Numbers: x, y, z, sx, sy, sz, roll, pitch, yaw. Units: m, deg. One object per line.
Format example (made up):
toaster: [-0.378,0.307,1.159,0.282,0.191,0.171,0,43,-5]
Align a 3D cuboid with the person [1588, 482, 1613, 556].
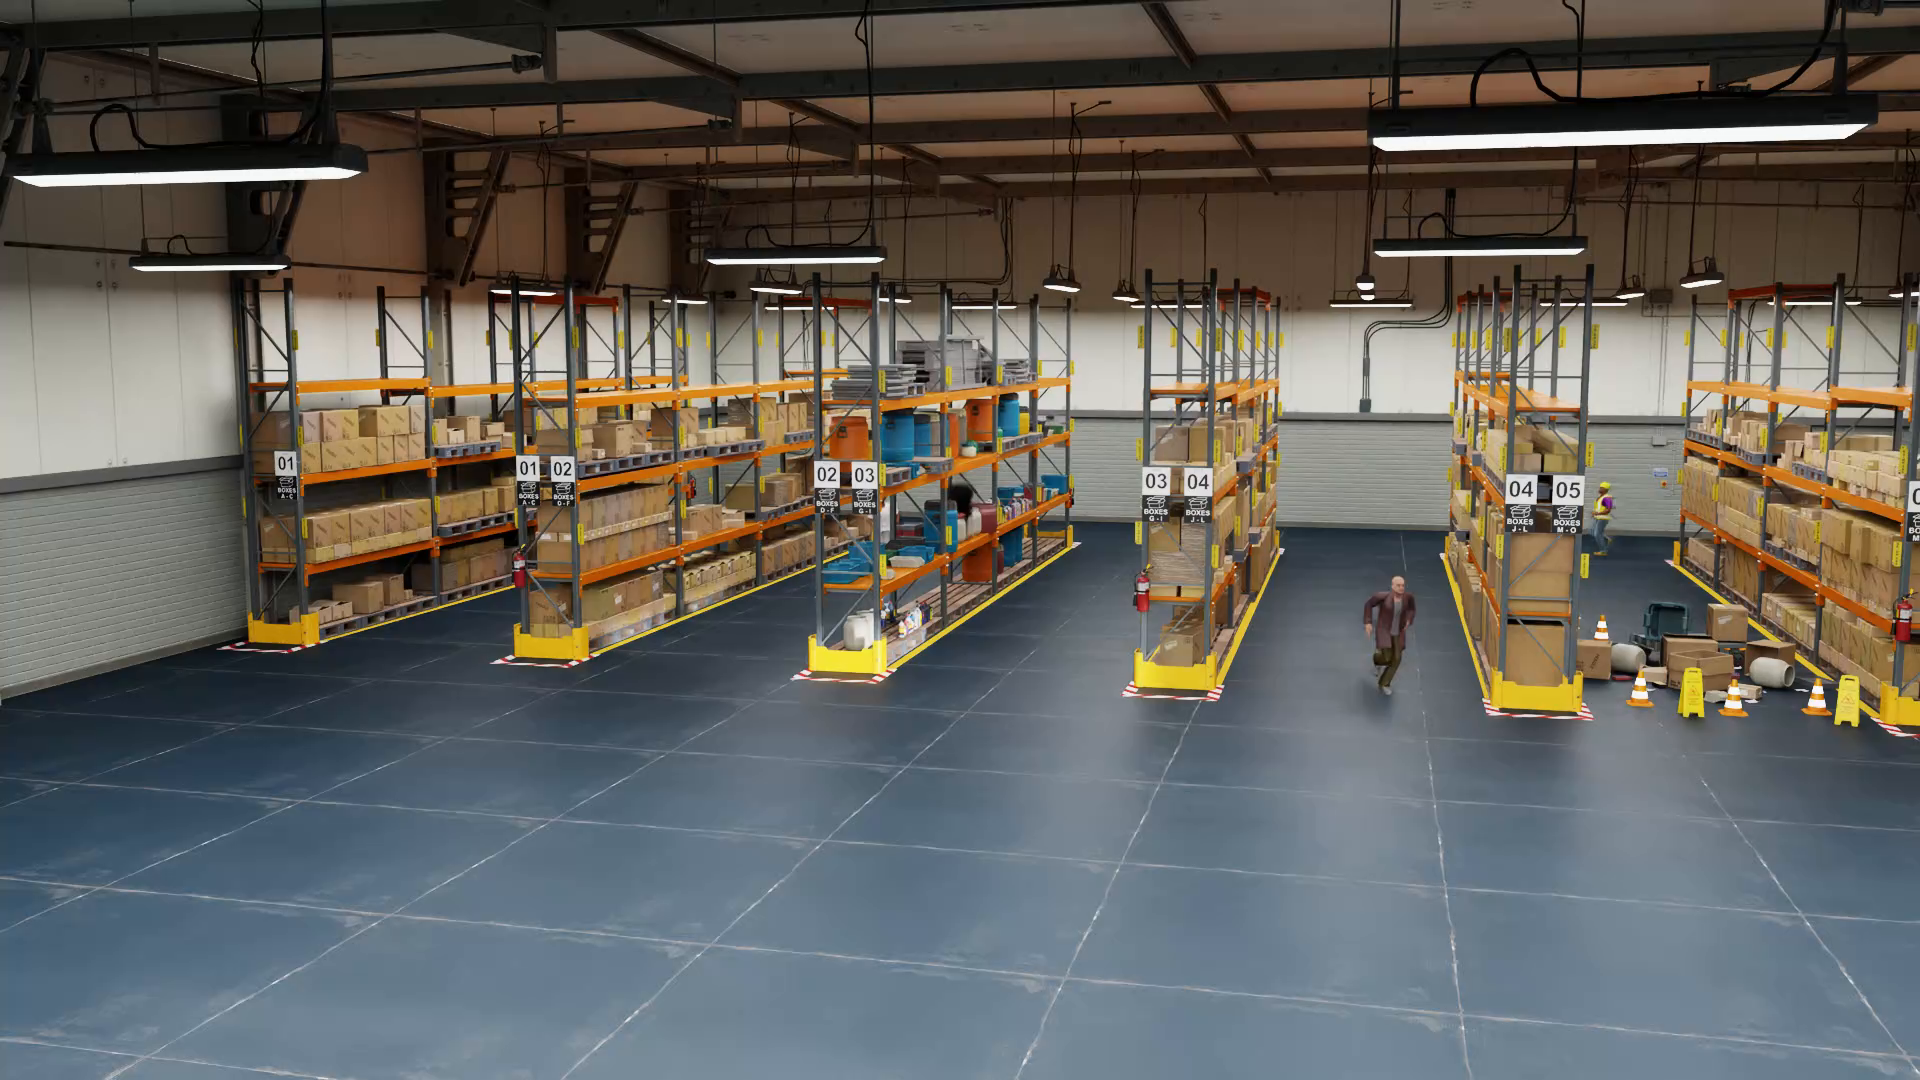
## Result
person: [14.938,-0.495,38.745,0.580,1.717,0.699,0,7,3]

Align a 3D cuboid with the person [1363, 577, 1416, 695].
person: [6.116,1.340,23.697,0.693,1.710,0.793,-2,7,-12]

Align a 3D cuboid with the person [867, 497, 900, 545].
person: [-1.686,-0.197,36.204,0.691,1.727,0.656,1,7,8]
